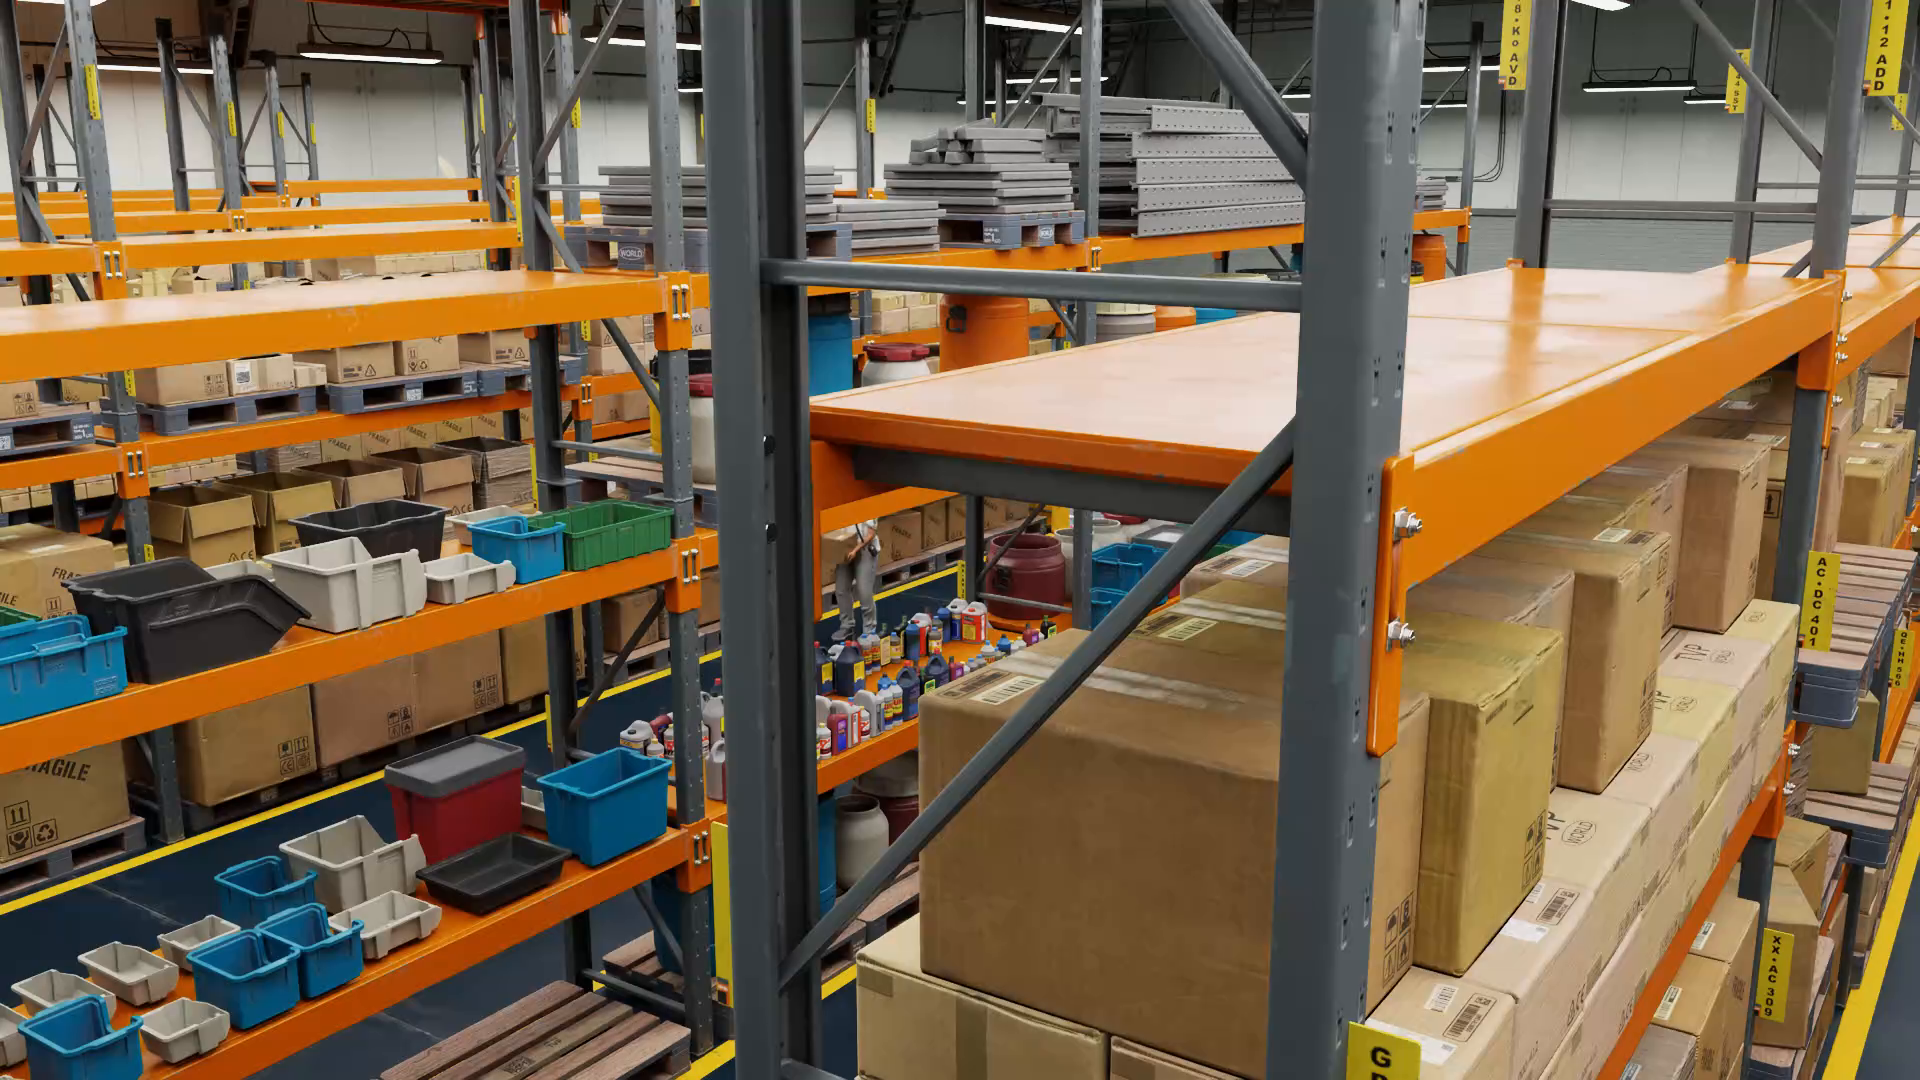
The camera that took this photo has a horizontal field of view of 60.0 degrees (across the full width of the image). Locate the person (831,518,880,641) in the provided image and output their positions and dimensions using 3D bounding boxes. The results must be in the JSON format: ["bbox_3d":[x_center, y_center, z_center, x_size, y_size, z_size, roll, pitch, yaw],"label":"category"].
[{"bbox_3d":[-1.044,0.170,16.242,0.471,1.664,0.536,9,16,33],"label":"person"}]
